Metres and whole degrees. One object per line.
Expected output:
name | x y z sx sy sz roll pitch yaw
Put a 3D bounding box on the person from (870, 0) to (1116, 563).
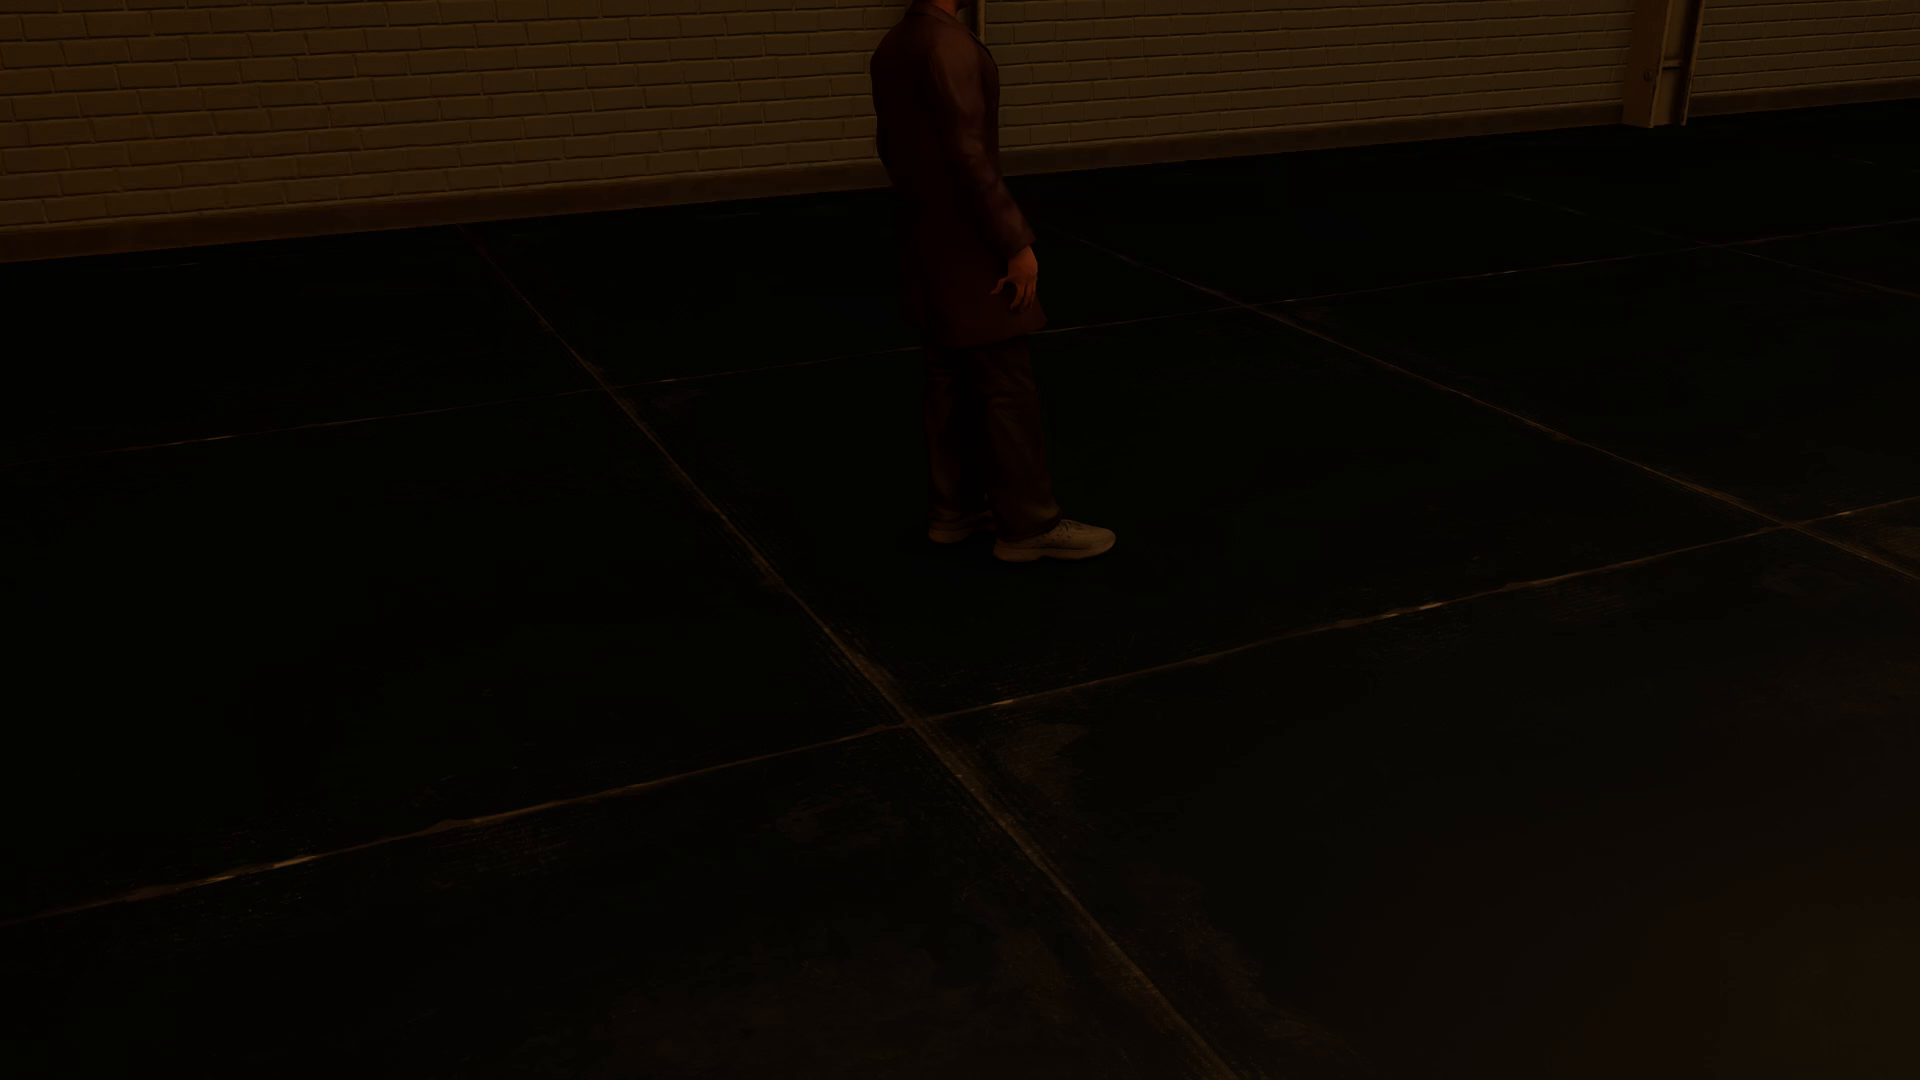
person | 0.084 -0.841 4.795 0.582 1.775 0.696 -10 25 -23
